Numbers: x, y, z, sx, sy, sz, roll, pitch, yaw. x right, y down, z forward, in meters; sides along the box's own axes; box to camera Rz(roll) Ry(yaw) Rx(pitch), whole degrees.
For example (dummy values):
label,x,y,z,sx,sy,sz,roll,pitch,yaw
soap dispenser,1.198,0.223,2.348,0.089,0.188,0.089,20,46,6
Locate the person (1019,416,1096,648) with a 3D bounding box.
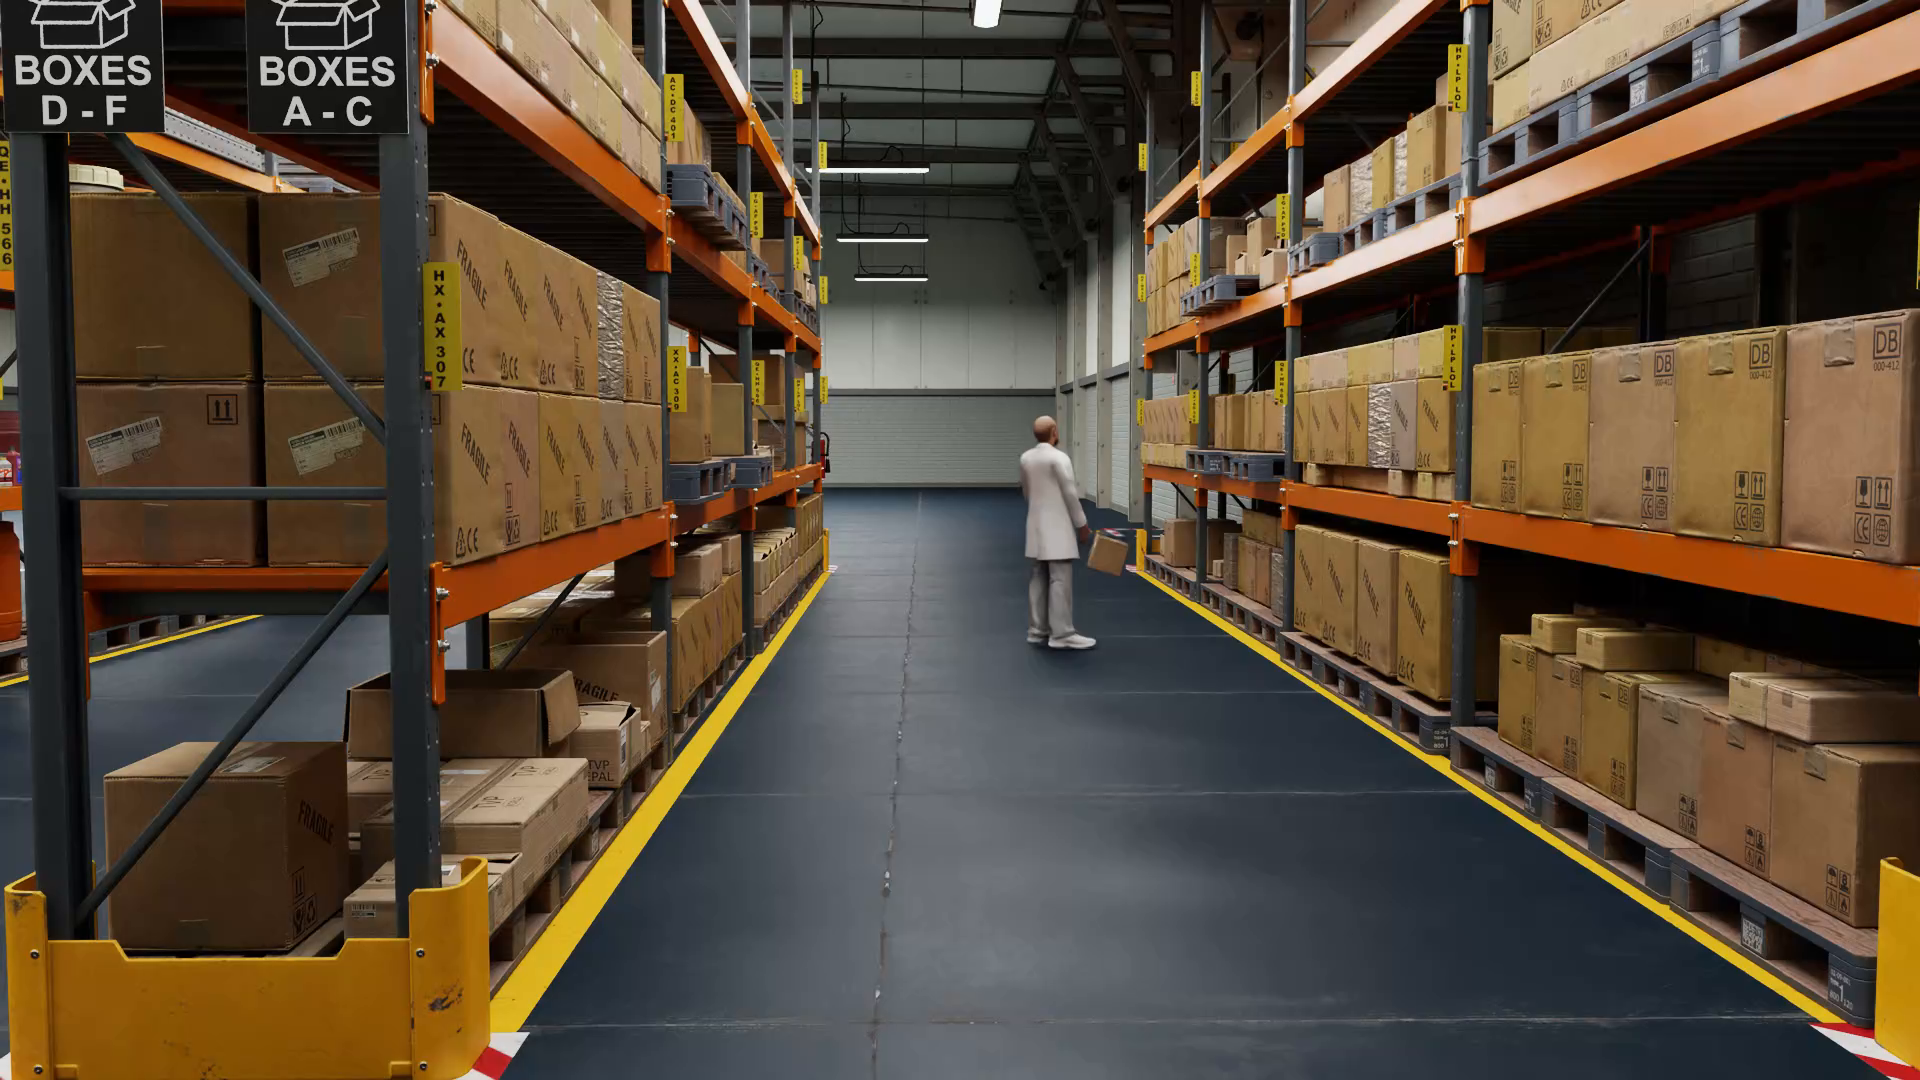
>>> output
label,x,y,z,sx,sy,sz,roll,pitch,yaw
person,0.746,-0.070,12.975,0.422,1.791,0.622,-3,5,-37
